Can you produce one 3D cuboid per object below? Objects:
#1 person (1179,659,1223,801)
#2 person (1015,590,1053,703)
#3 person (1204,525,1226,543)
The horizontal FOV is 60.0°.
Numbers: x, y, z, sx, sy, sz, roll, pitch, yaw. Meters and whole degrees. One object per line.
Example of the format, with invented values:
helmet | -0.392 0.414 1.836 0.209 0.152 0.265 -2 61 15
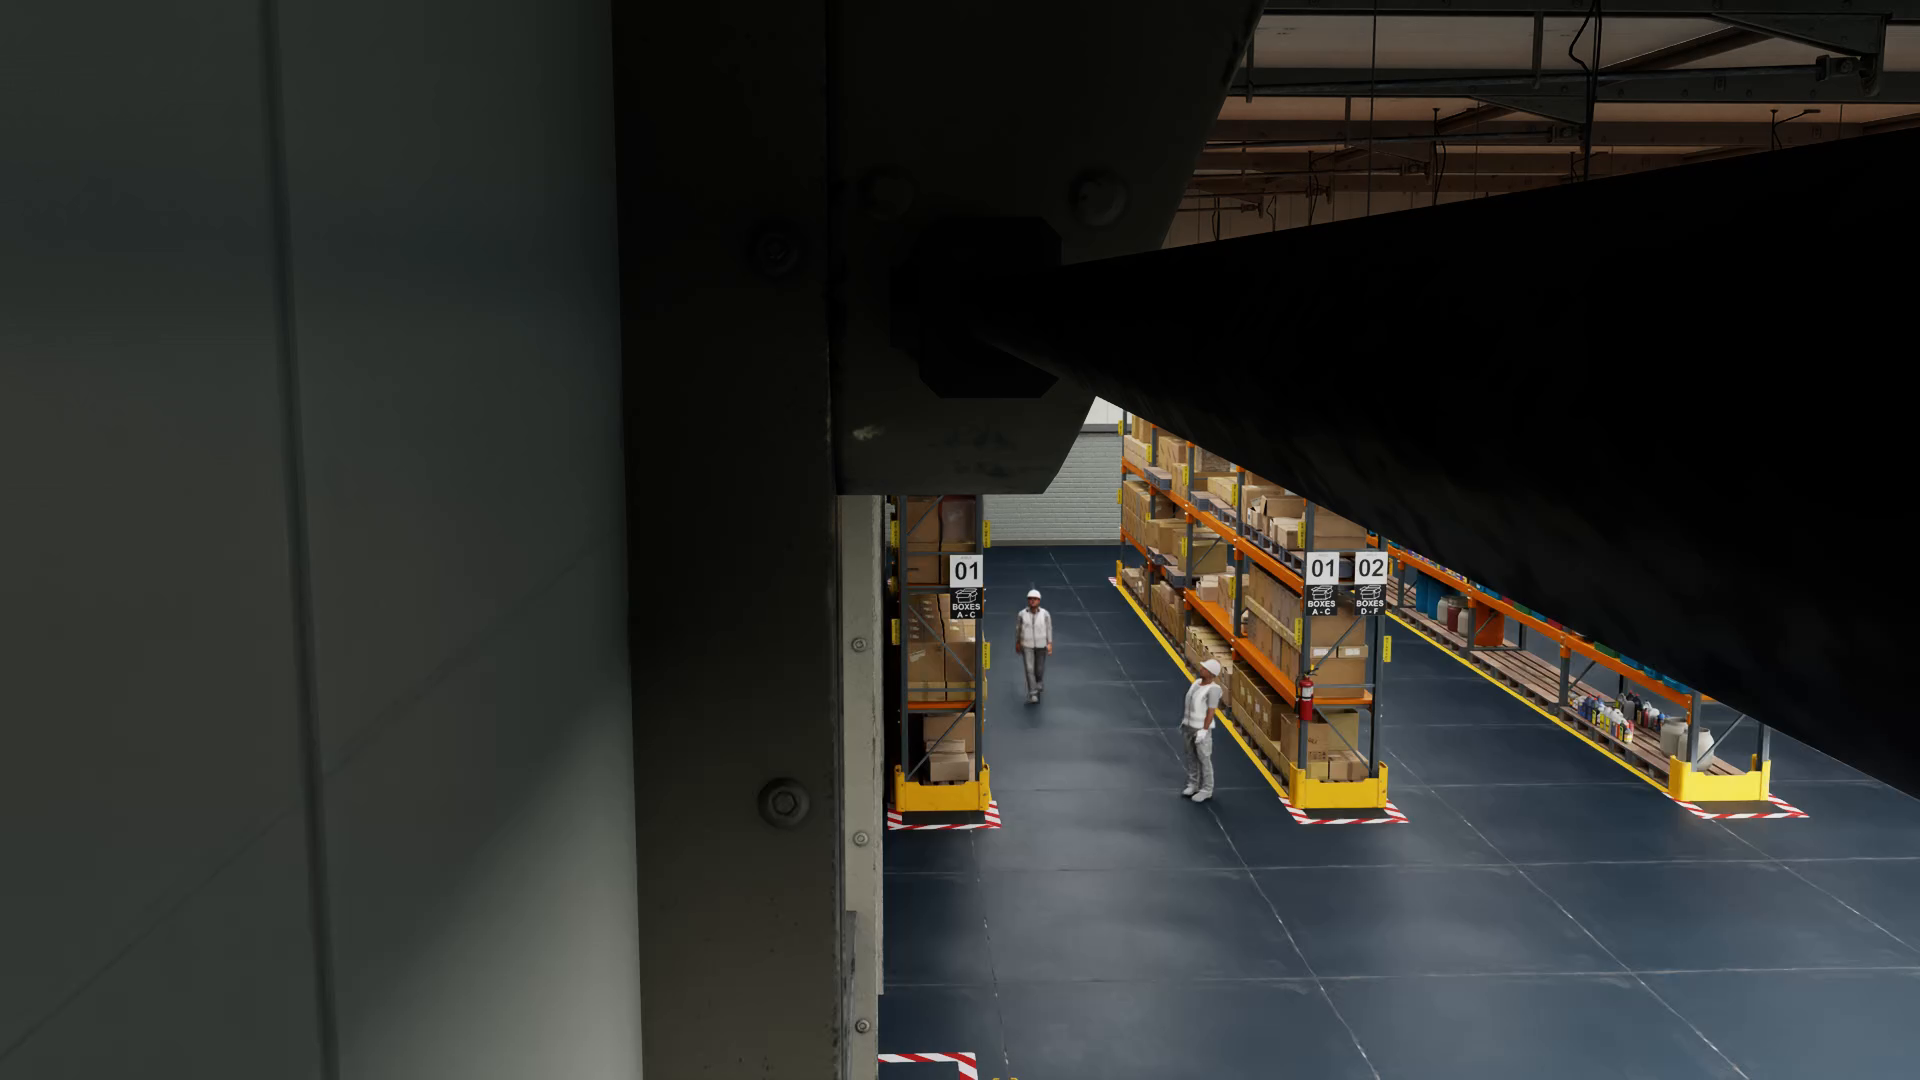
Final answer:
person | 3.019 2.374 20.998 0.460 1.771 0.594 -6 10 -33
person | 1.166 1.644 26.126 0.566 1.727 1.052 -1 8 -6
person | 5.580 0.173 36.410 0.514 1.650 0.973 0 8 -2
